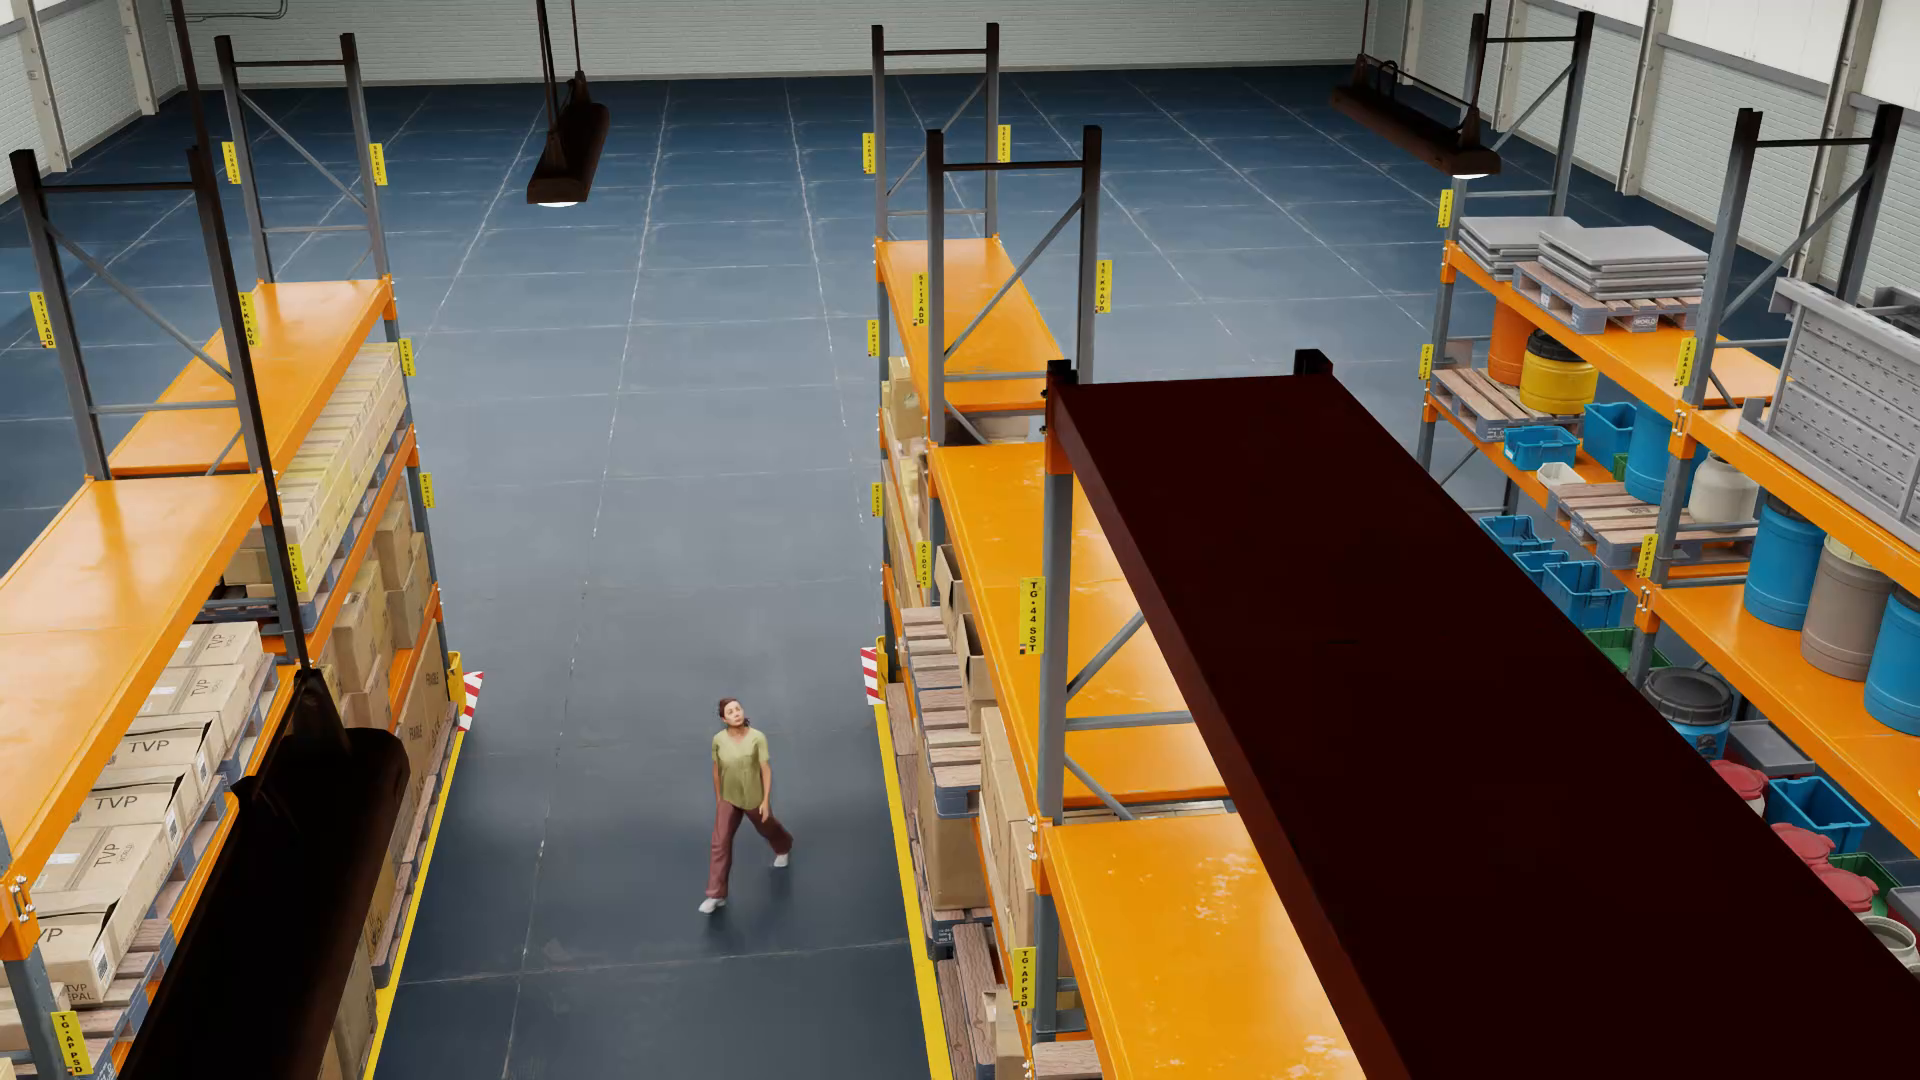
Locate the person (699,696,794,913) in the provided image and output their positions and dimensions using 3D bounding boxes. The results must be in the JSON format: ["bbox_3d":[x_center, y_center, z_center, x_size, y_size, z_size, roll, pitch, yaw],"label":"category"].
[{"bbox_3d":[-1.645,1.969,12.530,0.540,1.577,1.057,13,28,24],"label":"person"}]
